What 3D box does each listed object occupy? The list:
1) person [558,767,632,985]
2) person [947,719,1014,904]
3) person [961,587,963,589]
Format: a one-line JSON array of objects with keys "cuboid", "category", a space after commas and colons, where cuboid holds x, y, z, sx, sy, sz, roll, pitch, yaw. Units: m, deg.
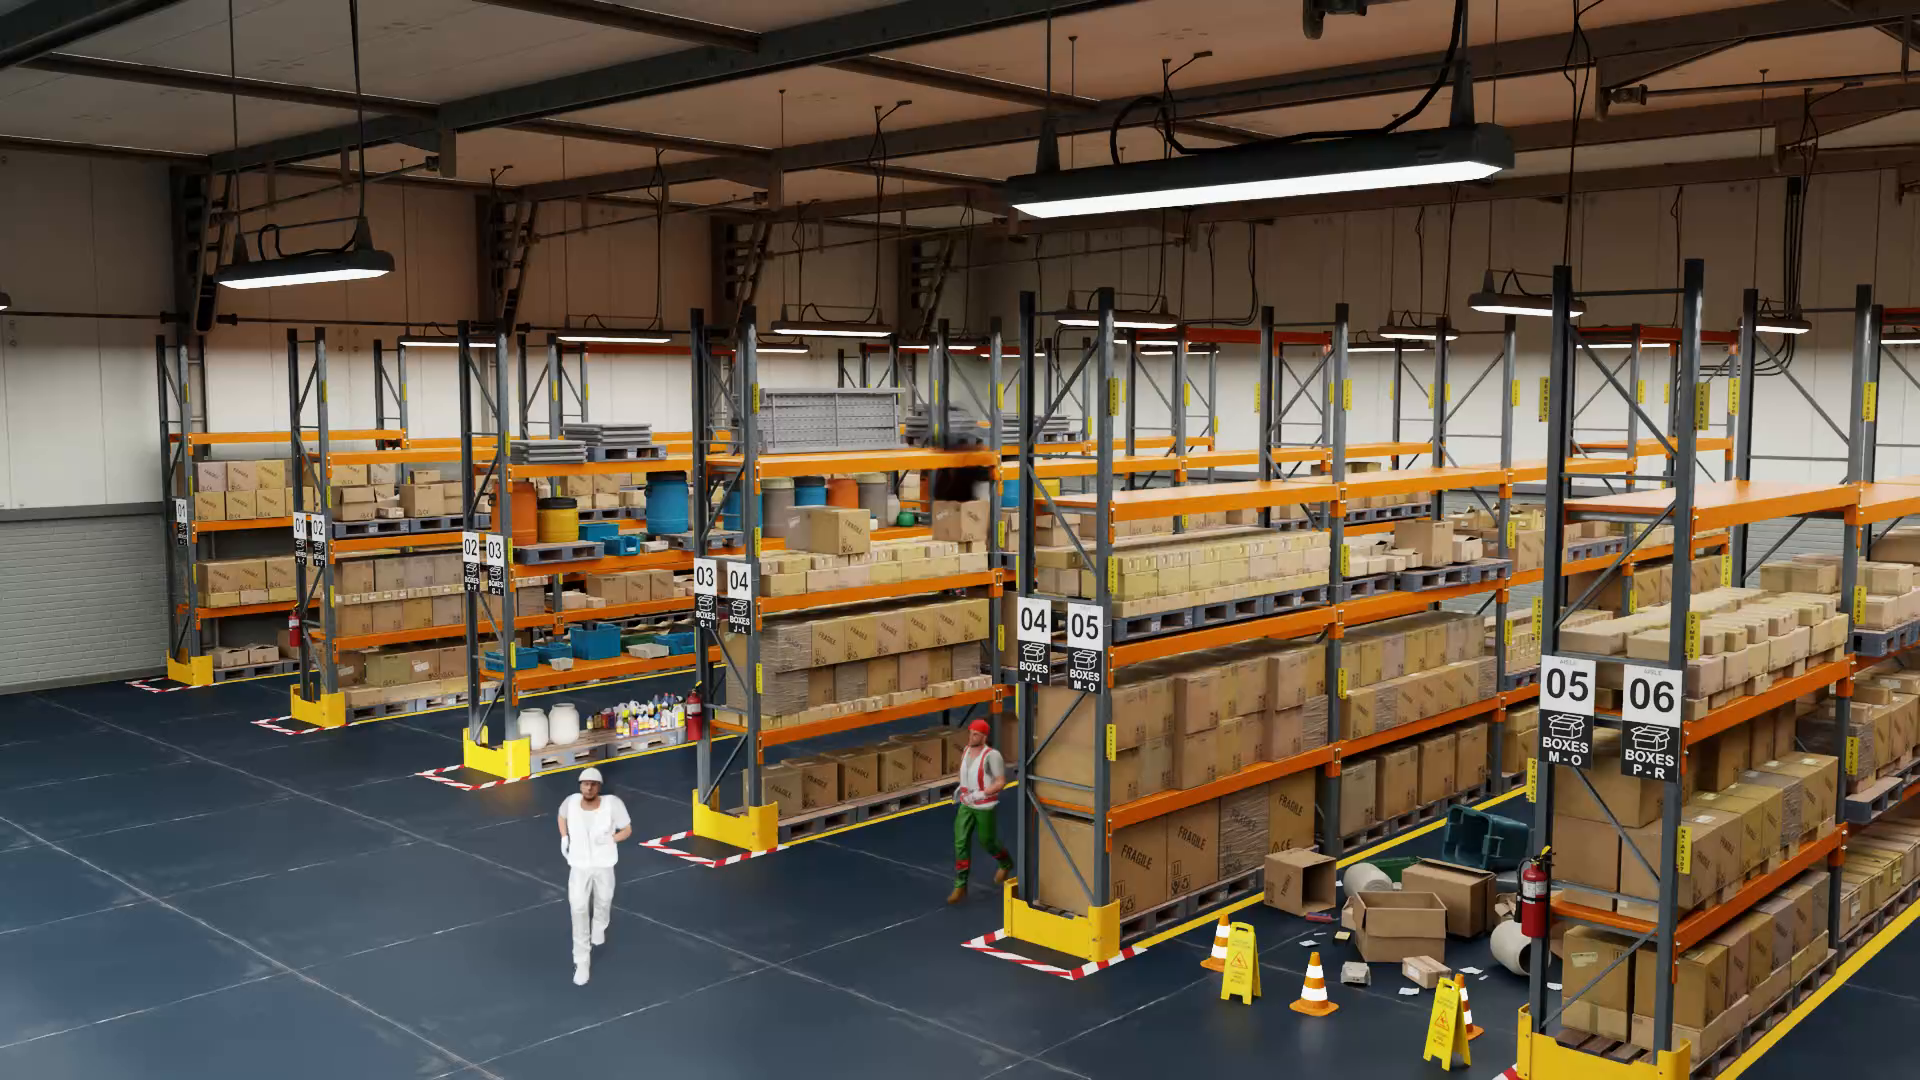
[{"cuboid": [-3.235, 2.905, 14.779, 0.646, 1.836, 0.999, -1, 5, -12], "category": "person"}, {"cuboid": [0.210, 2.694, 16.794, 0.661, 1.806, 0.929, 4, 7, 39], "category": "person"}, {"cuboid": [0.166, 1.266, 33.027, 0.502, 1.580, 0.730, 3, 6, 30], "category": "person"}]
